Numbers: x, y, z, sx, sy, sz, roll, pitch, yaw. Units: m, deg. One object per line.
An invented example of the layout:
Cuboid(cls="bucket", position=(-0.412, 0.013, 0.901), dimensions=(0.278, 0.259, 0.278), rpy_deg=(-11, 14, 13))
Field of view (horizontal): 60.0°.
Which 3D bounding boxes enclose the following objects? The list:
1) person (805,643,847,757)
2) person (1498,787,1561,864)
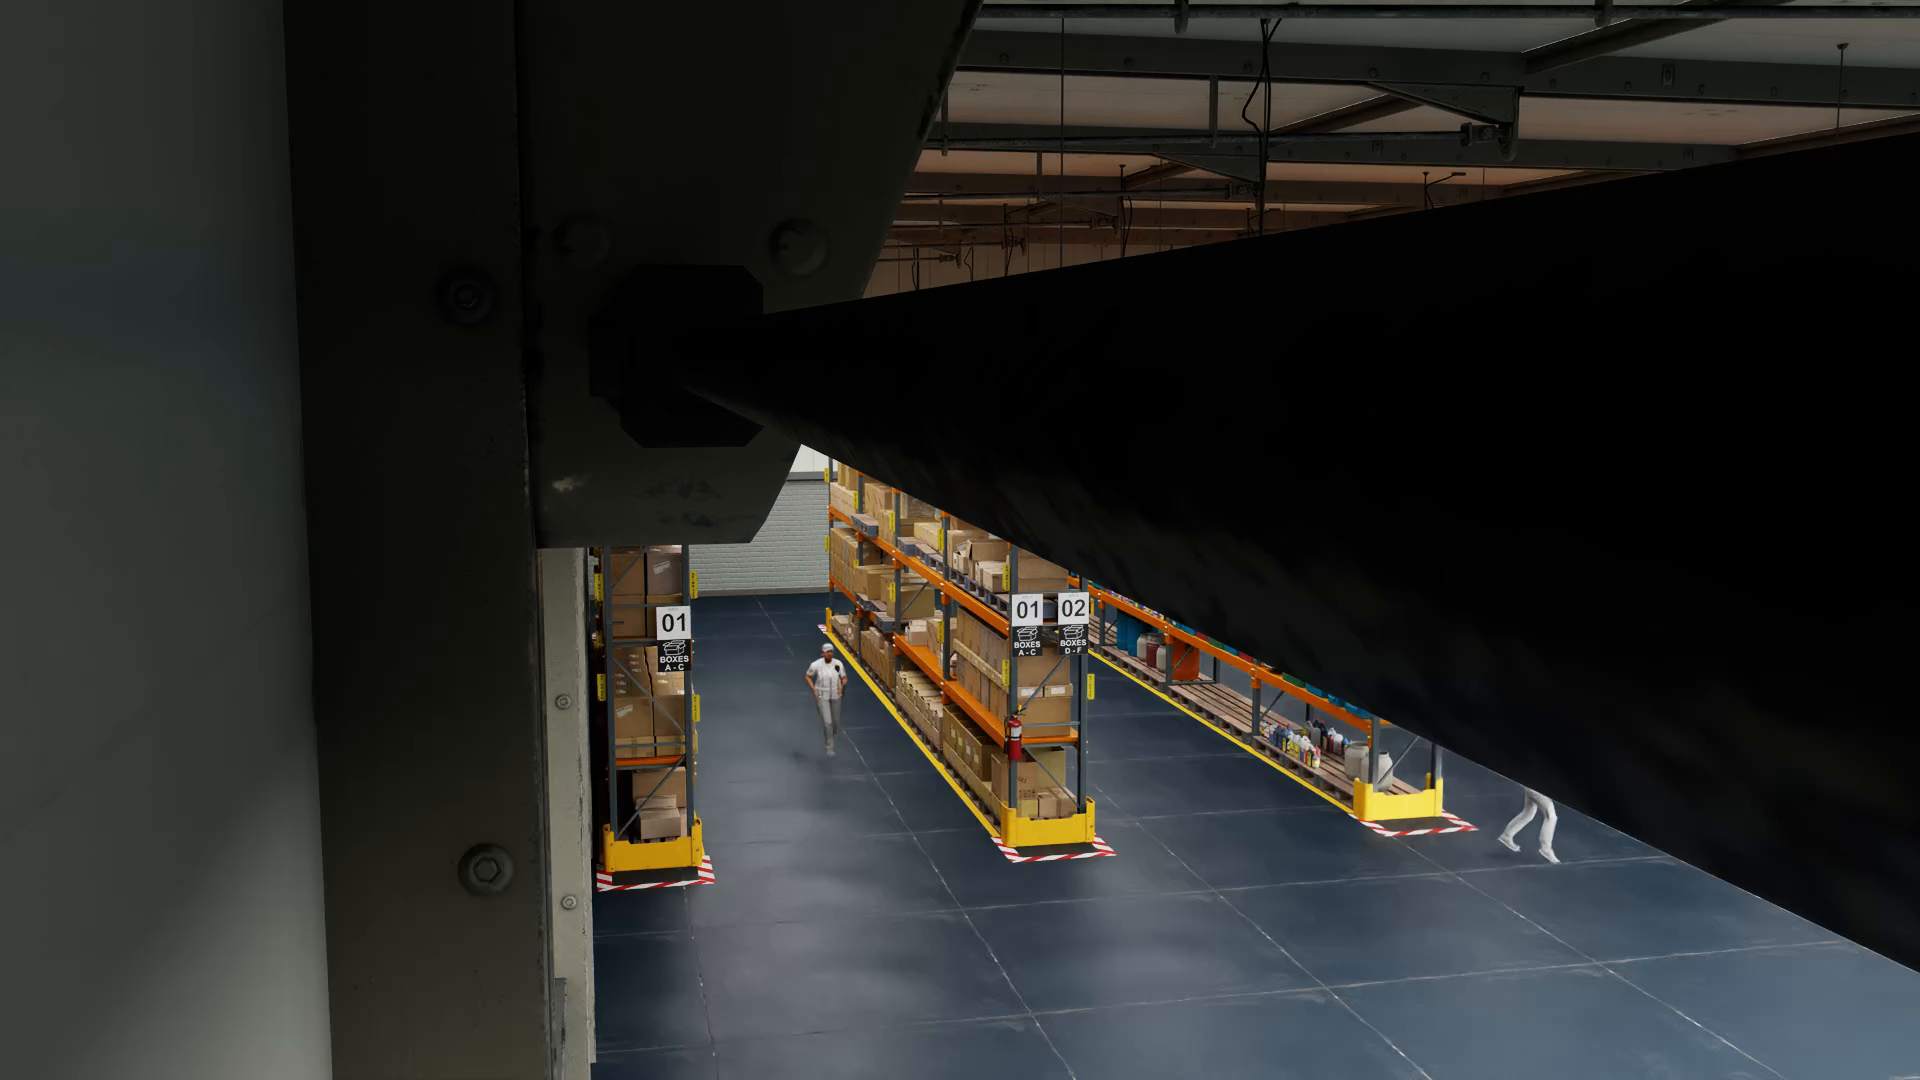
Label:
Cuboid(cls="person", position=(-1.961, 2.356, 24.596), dimensions=(0.613, 1.686, 0.694), rpy_deg=(-2, 7, -18))
Cuboid(cls="person", position=(7.027, 3.079, 20.431), dimensions=(0.754, 1.750, 0.574), rpy_deg=(3, 7, 24))
